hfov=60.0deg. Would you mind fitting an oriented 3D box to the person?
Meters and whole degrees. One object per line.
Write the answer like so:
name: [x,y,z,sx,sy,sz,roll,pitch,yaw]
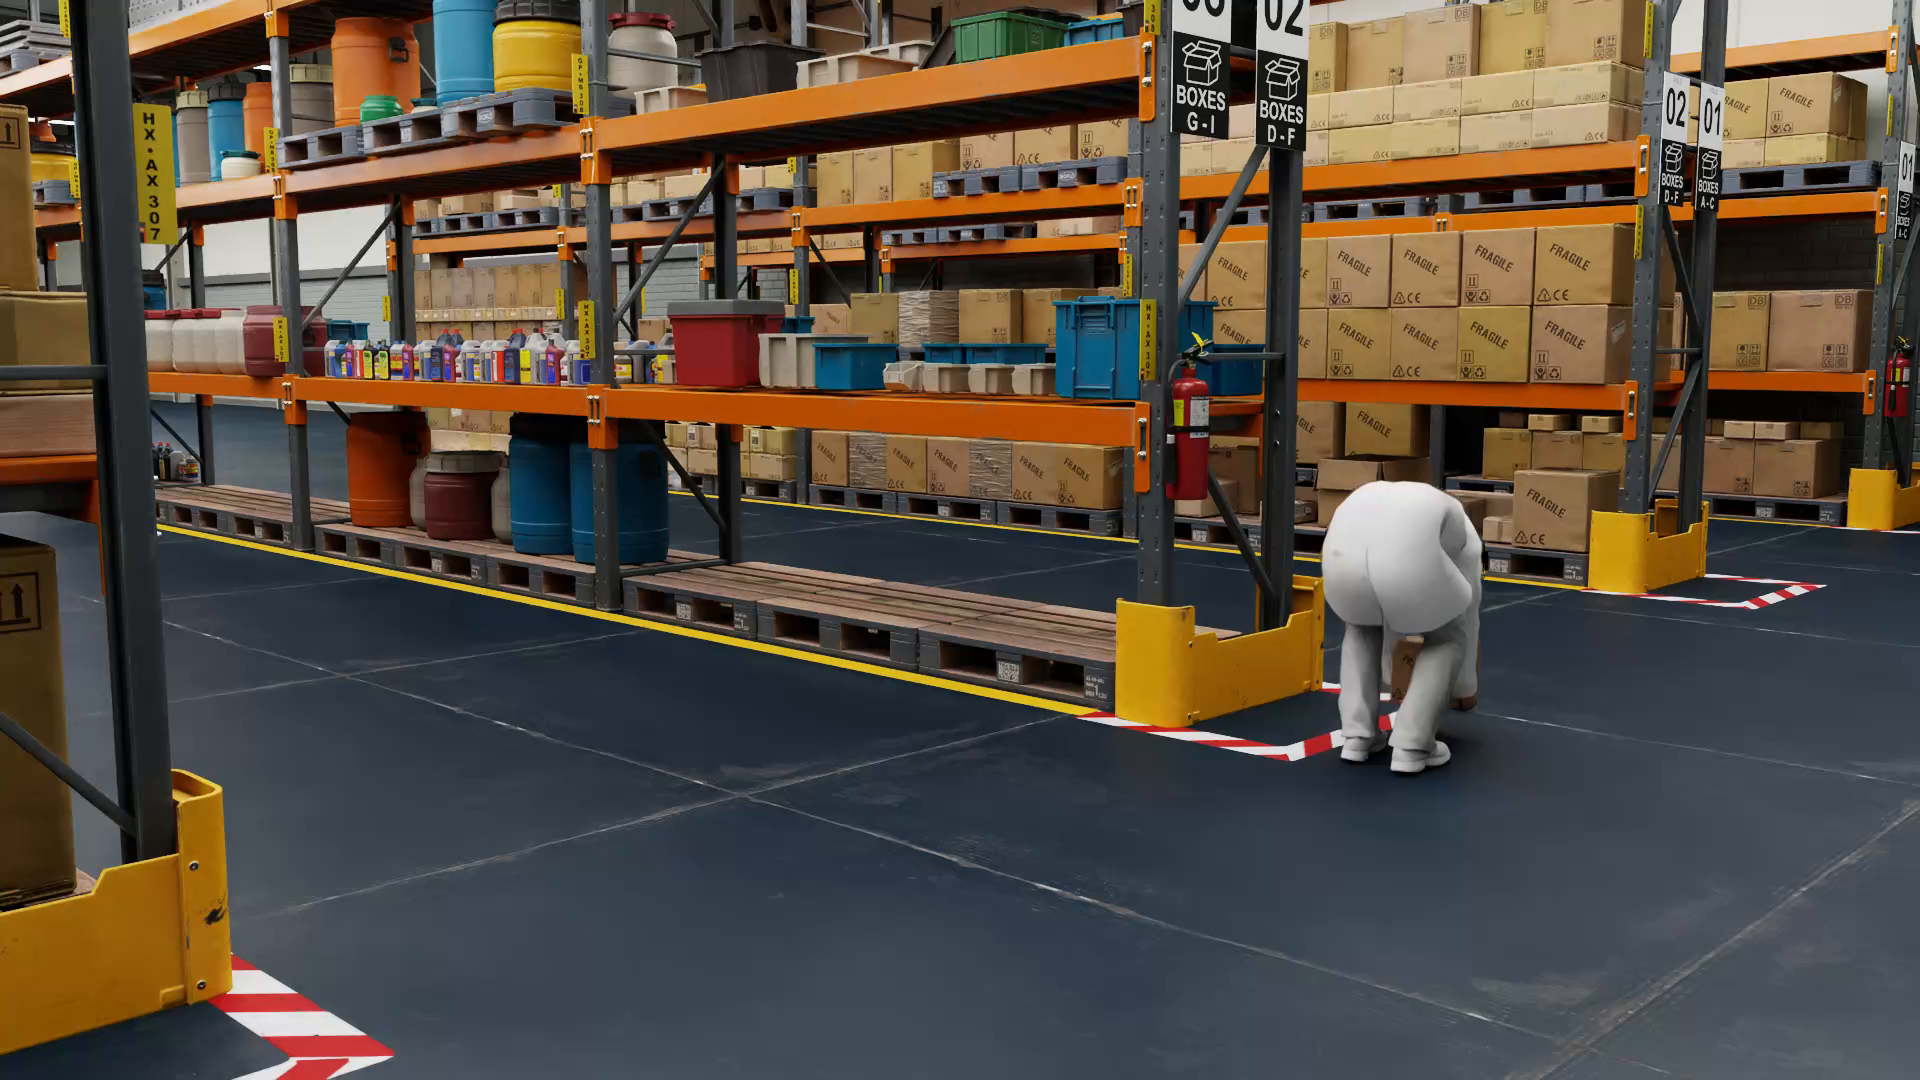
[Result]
person: [1.742,0.173,6.374,0.550,1.304,0.913,5,9,36]
